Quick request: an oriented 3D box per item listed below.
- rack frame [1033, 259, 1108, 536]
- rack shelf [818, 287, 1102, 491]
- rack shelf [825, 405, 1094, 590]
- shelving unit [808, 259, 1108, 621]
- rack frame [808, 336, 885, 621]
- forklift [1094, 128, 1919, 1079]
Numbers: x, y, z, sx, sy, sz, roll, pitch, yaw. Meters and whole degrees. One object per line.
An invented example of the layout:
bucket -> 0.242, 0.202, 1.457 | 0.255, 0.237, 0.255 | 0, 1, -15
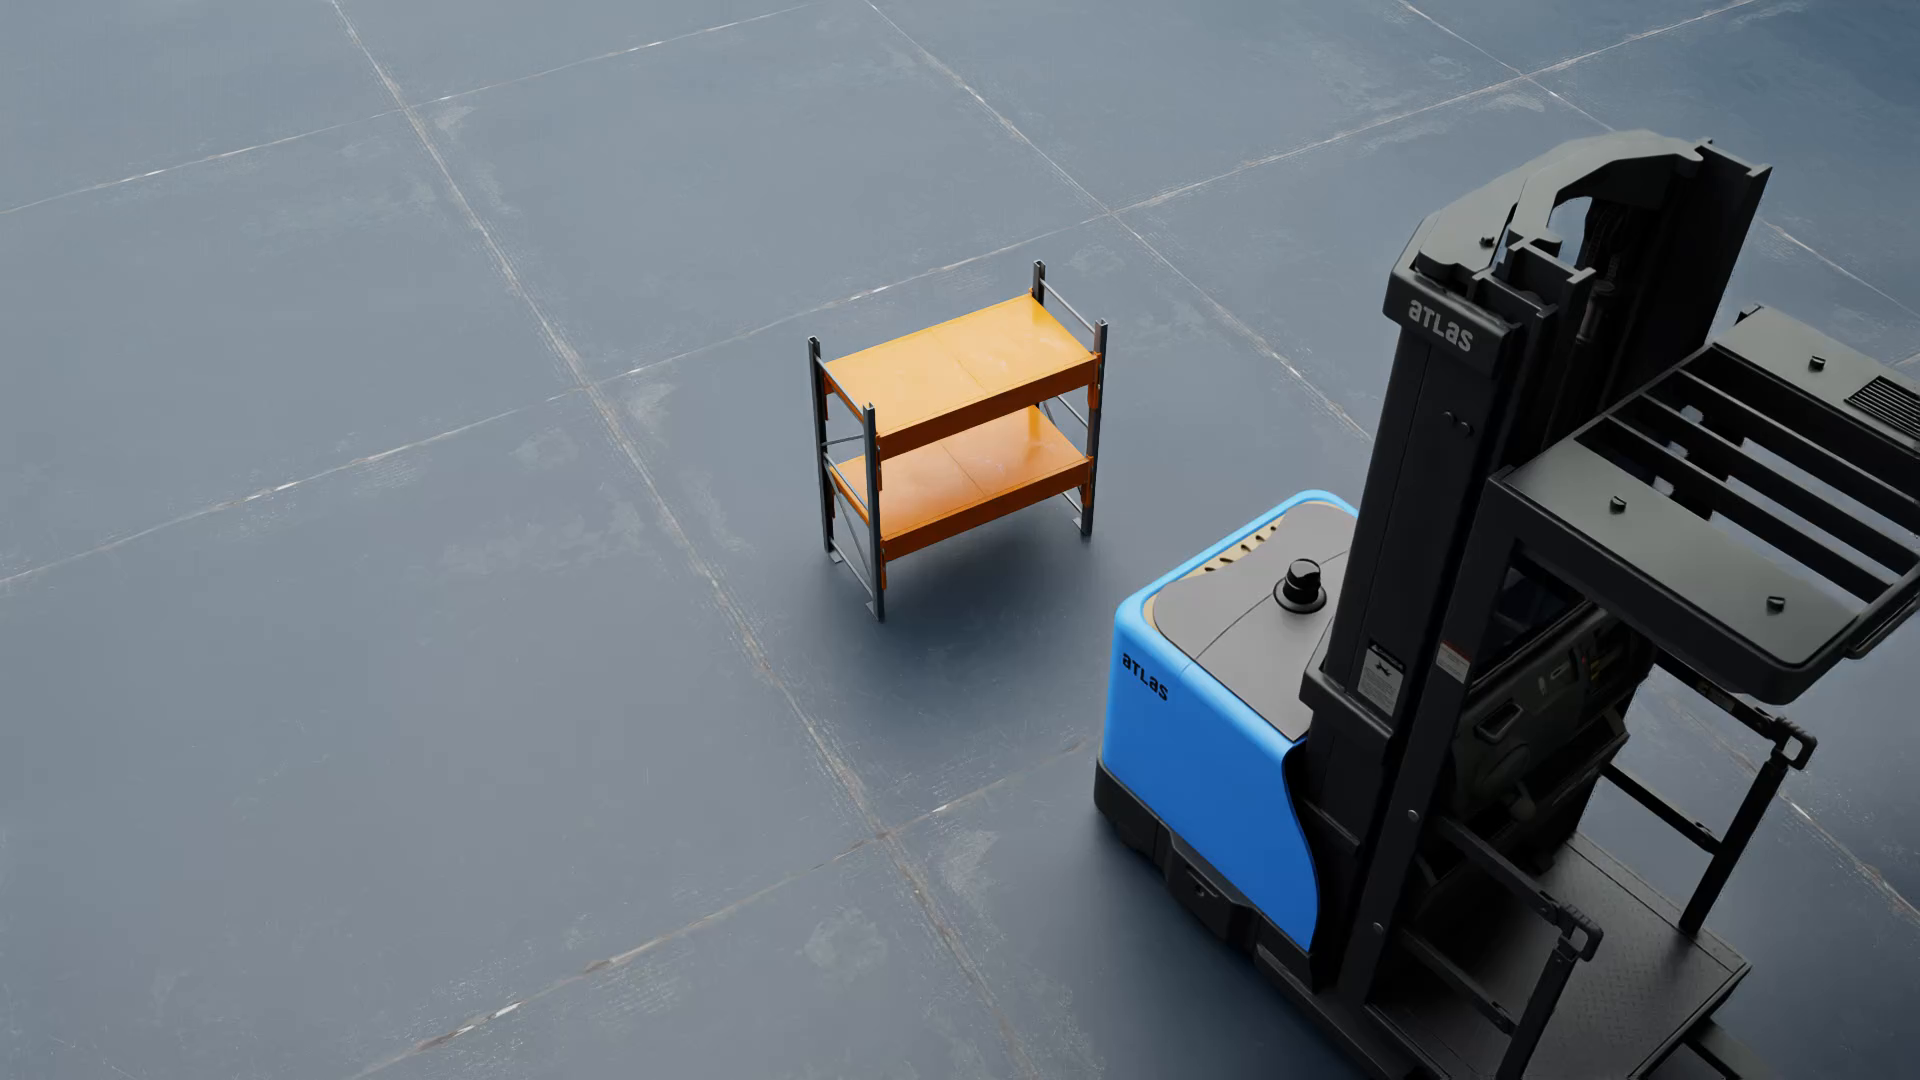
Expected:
rack frame -> 0.435, -0.578, 6.967 | 0.032, 1.125, 0.500 | -22, 48, -21
rack shelf -> -0.006, -0.611, 6.581 | 1.000, 0.278, 0.538 | -22, 48, -21
rack shelf -> -0.006, -0.226, 6.956 | 1.000, 0.278, 0.538 | -22, 48, -21
shelving unit -> -0.006, -0.401, 6.785 | 1.048, 1.125, 0.538 | -22, 48, -21
rack frame -> -0.447, -0.225, 6.603 | 0.032, 1.125, 0.500 | -22, 48, -21
forklift -> 1.804, 0.527, 4.532 | 1.130, 2.935, 3.031 | -29, 51, -27
